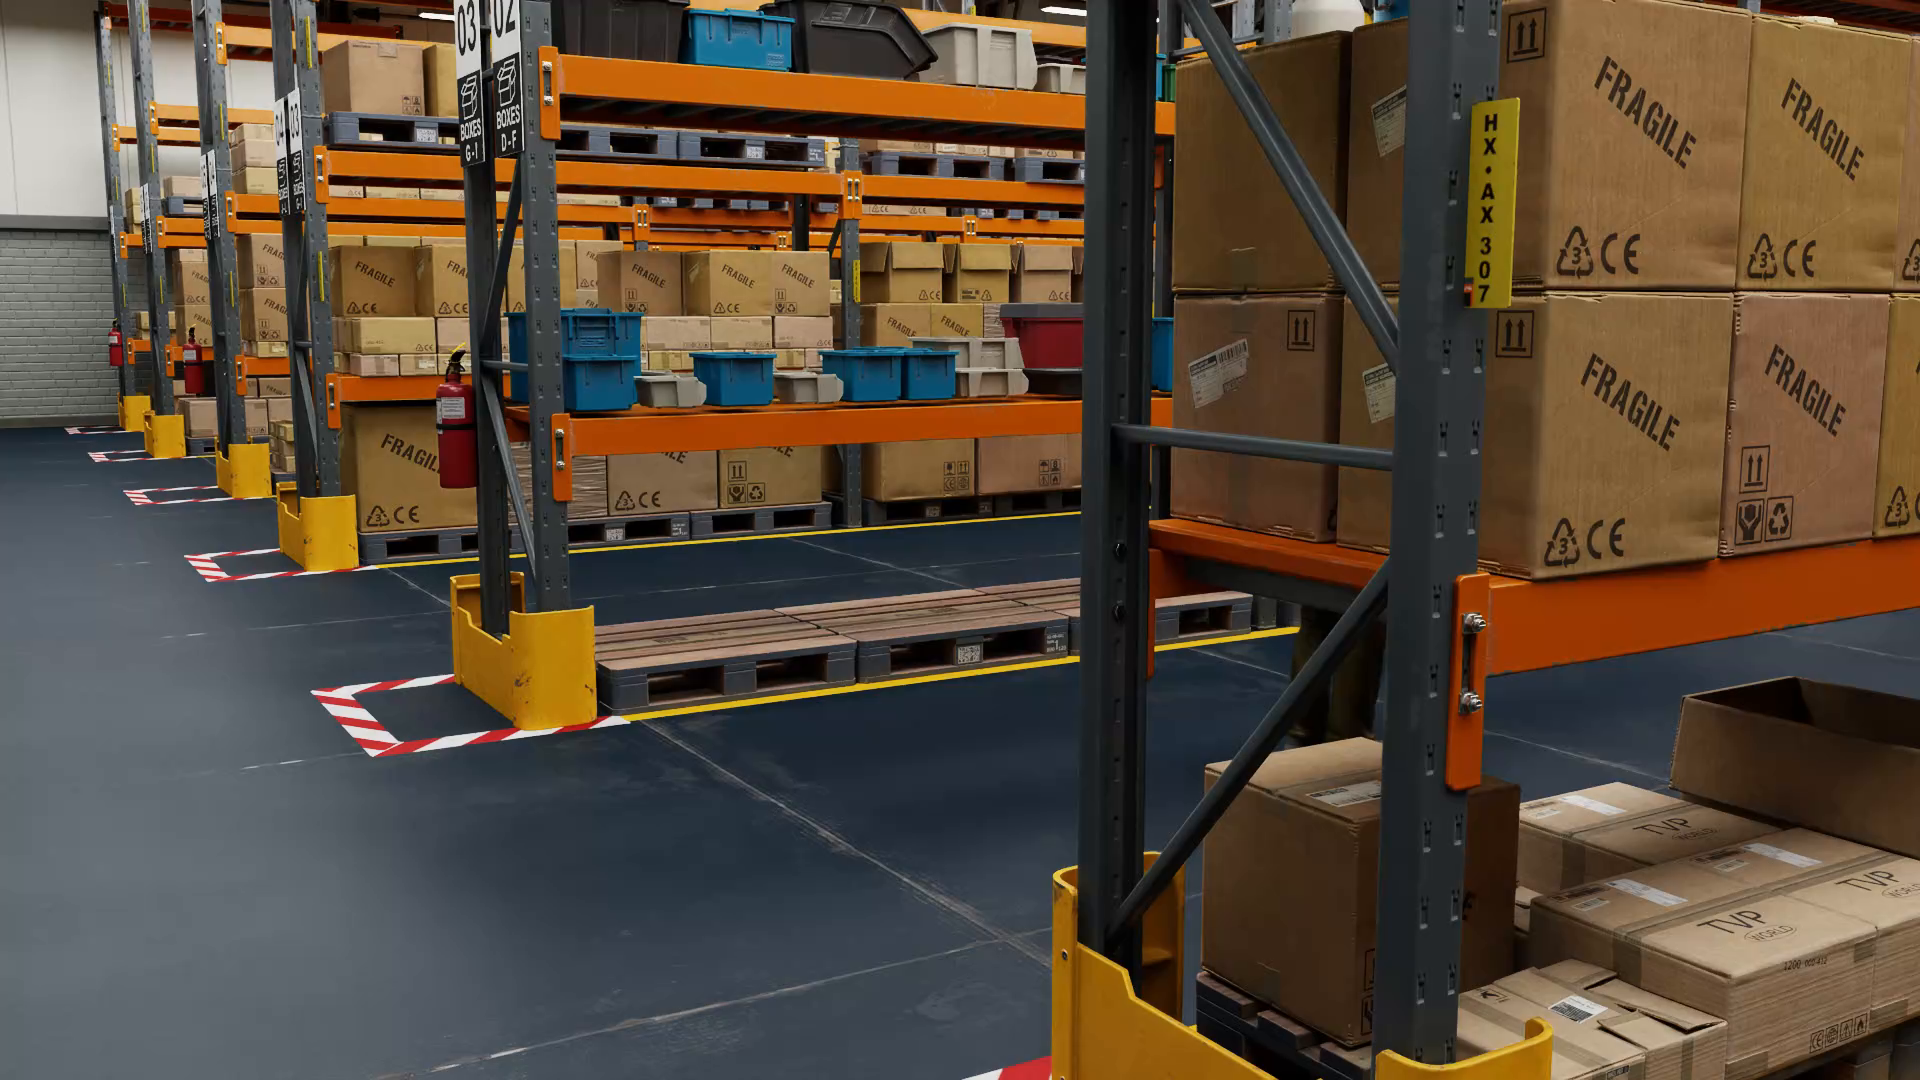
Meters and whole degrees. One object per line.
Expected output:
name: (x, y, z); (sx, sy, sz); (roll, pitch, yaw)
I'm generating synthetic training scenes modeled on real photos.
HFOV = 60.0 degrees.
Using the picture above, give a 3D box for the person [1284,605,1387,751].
person: (1.559, -0.025, 6.529); (0.541, 1.779, 0.542); (-5, 9, -31)
